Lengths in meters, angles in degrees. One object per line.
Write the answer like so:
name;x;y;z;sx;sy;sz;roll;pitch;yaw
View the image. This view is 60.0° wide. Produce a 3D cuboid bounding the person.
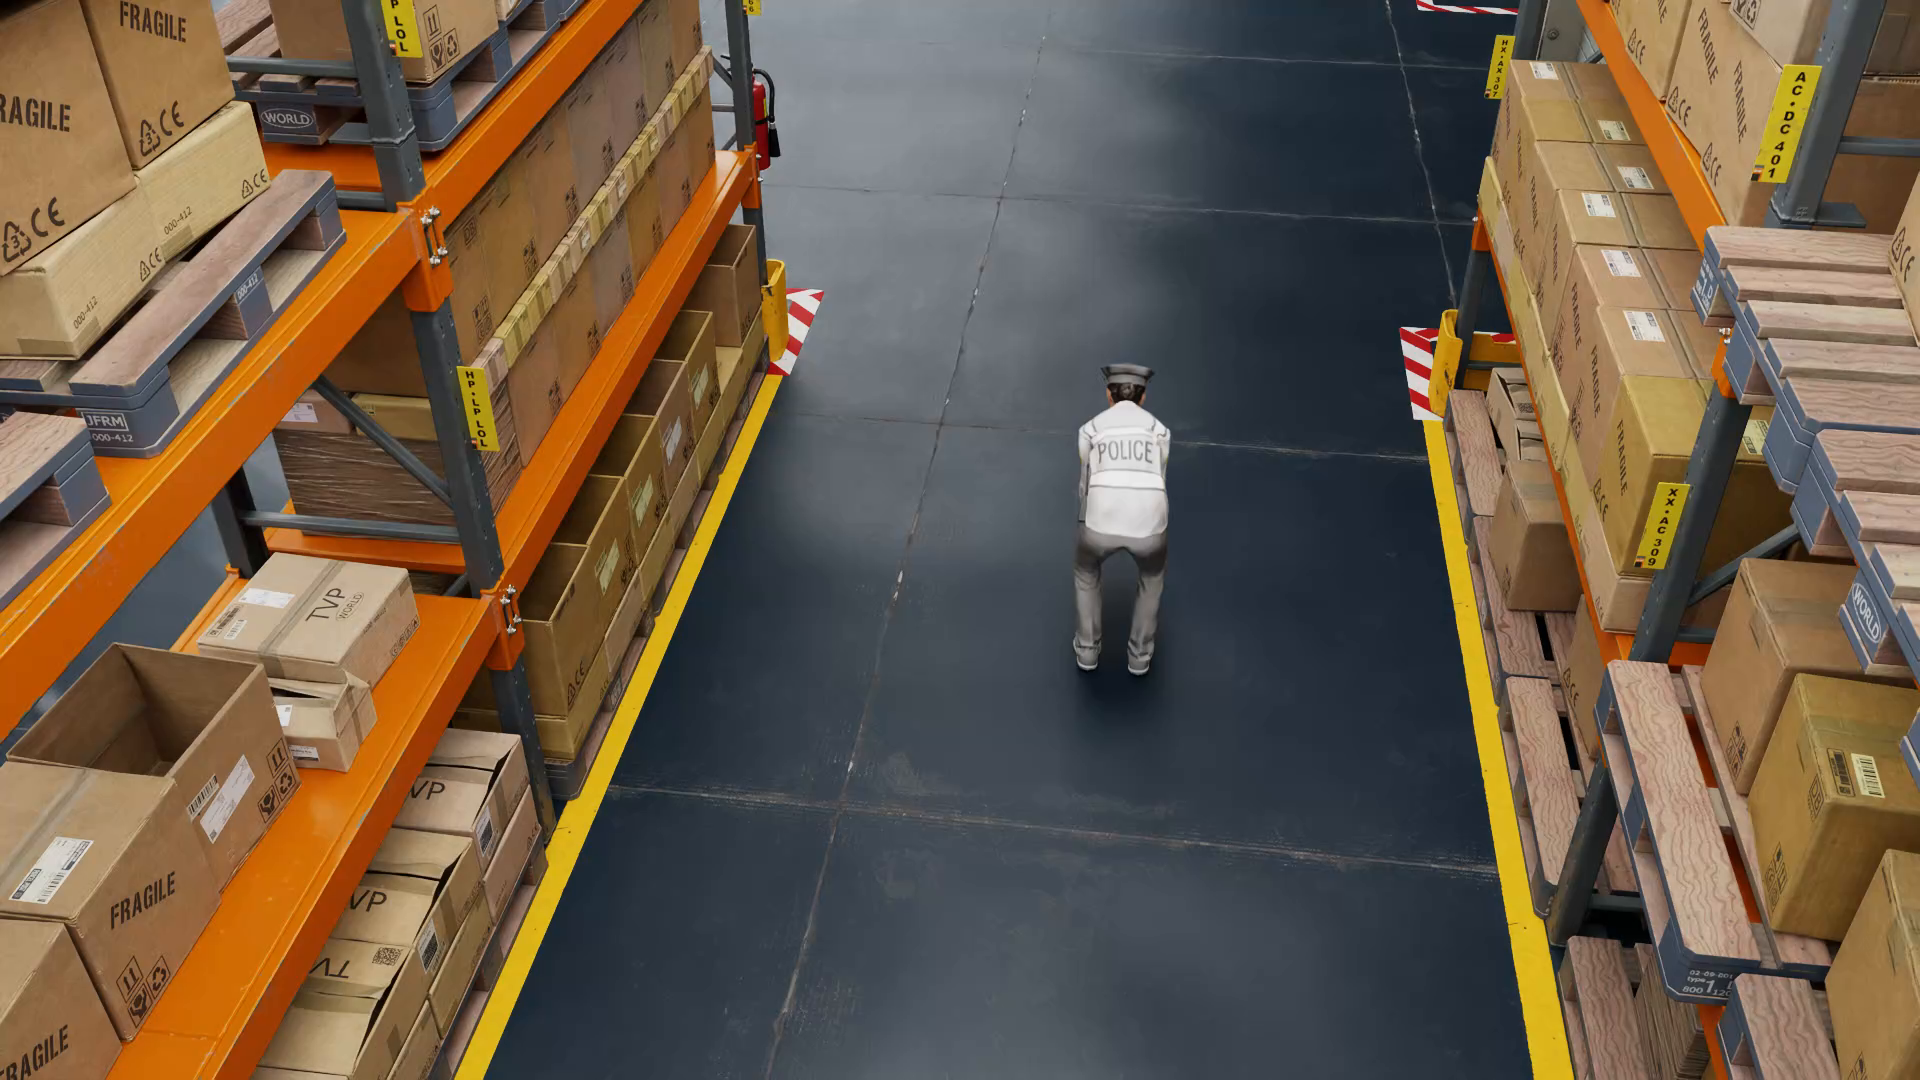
person;0.728;-0.101;7.491;0.424;1.295;0.879;3;36;4
